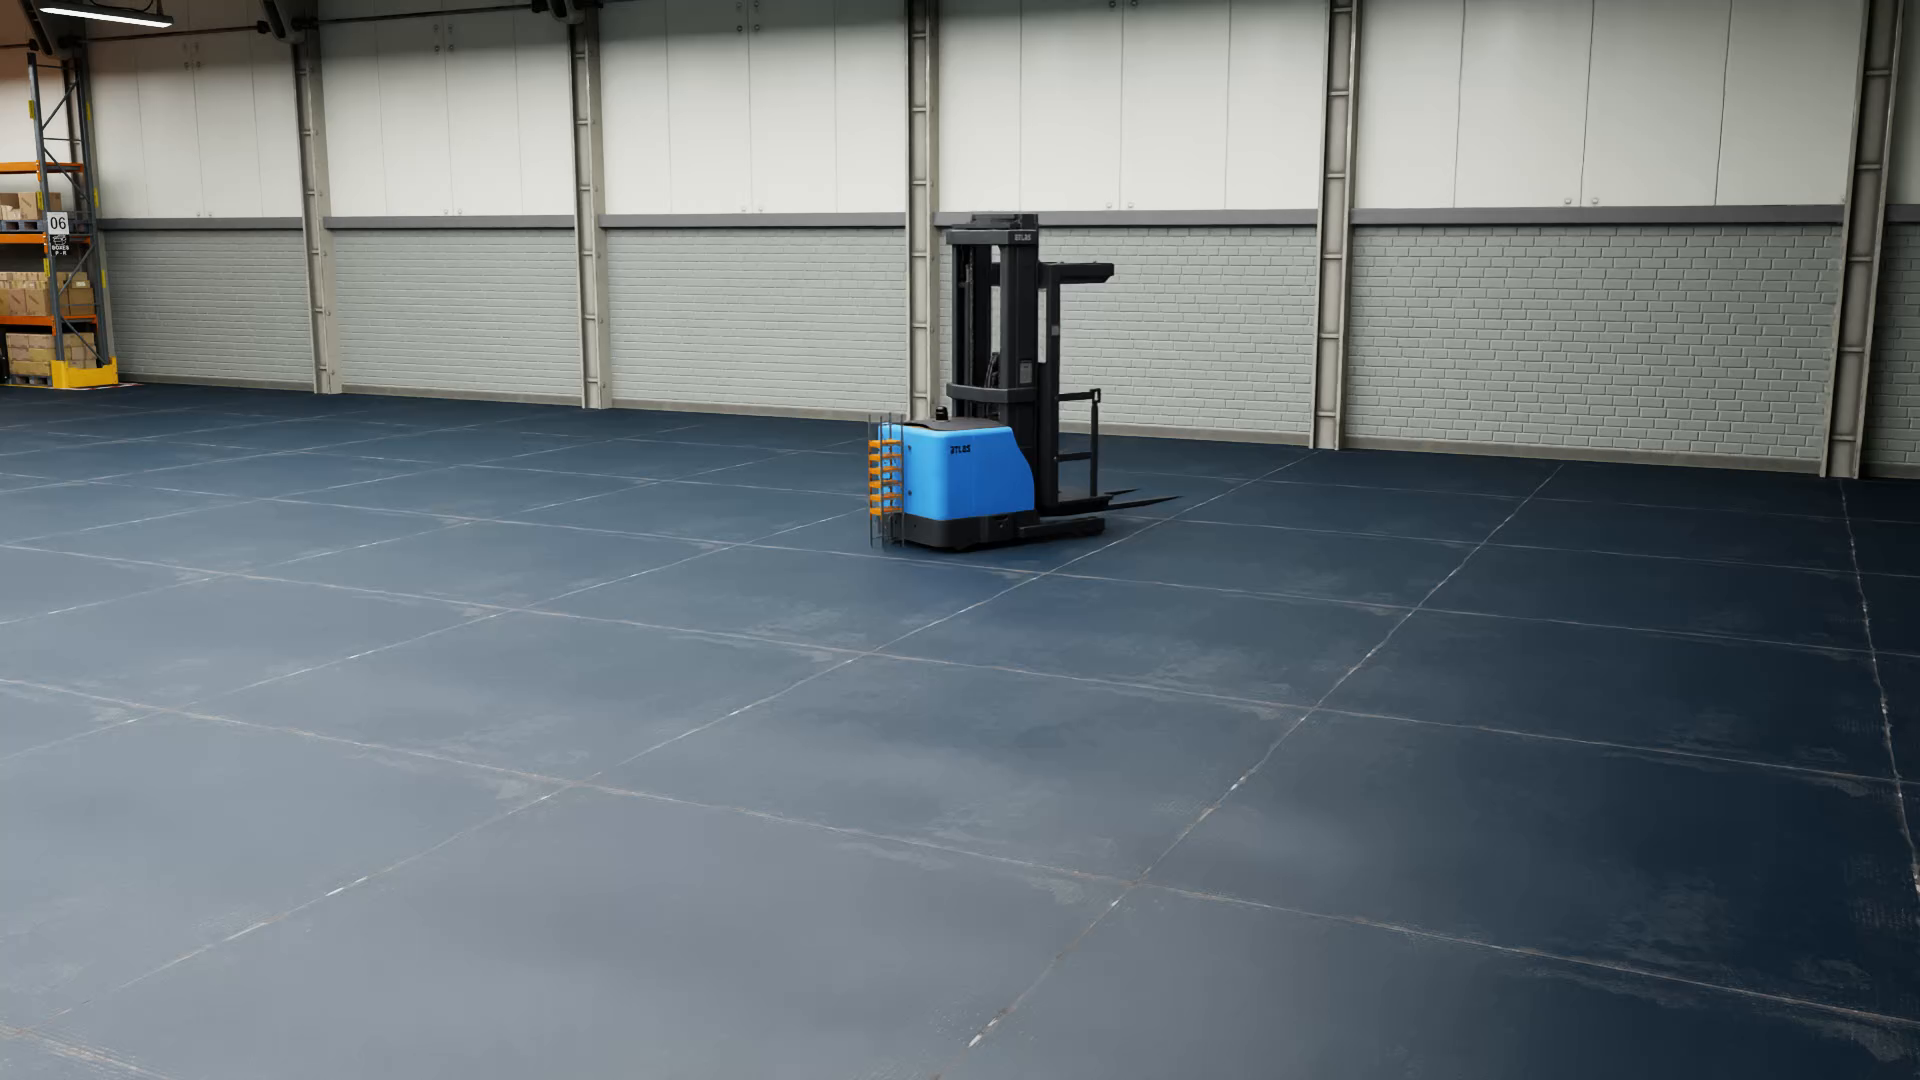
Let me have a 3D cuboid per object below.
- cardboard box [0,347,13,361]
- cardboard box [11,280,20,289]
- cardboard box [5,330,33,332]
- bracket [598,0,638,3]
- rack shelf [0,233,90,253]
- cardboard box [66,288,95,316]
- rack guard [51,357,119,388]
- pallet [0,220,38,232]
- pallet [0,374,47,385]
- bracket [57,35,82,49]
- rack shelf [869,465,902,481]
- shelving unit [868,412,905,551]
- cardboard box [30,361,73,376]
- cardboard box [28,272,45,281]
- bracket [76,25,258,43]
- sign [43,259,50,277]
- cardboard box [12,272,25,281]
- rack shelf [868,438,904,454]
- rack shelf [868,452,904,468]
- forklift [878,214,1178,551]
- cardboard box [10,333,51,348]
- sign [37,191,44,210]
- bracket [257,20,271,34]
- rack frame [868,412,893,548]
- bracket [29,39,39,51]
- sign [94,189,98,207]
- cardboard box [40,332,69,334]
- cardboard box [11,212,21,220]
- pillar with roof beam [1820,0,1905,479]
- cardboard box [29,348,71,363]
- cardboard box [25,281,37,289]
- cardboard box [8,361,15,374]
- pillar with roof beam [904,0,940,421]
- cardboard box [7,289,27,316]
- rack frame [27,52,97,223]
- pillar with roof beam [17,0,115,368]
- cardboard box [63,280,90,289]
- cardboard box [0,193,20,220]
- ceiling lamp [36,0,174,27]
[{"bbox_3d":[-17.951,-3.550,31.561,0.500,0.250,0.500,5,11,25],"label":"cardboard box"},{"bbox_3d":[-17.559,-4.801,31.235,0.250,0.149,0.380,5,11,25],"label":"cardboard box"},{"bbox_3d":[-18.156,-3.919,32.193,0.500,0.250,0.500,5,11,25],"label":"cardboard box"},{"bbox_3d":[-3.382,-8.066,24.424,4.783,0.066,0.076,5,11,26],"label":"bracket"},{"bbox_3d":[-18.252,-5.663,31.696,4.000,0.370,1.077,5,11,26],"label":"rack shelf"},{"bbox_3d":[-16.780,-4.516,31.480,0.500,0.500,0.500,5,12,28],"label":"cardboard box"},{"bbox_3d":[-16.437,-3.152,31.240,0.348,0.500,1.175,5,11,26],"label":"rack guard"},{"bbox_3d":[-18.179,-5.972,31.629,1.213,0.211,1.003,5,11,26],"label":"pallet"},{"bbox_3d":[-18.253,-3.161,32.105,1.213,0.211,1.003,5,11,26],"label":"pallet"},{"bbox_3d":[-16.469,-9.216,30.778,0.430,0.232,0.235,5,11,26],"label":"bracket"},{"bbox_3d":[-0.650,-0.592,14.704,0.258,0.103,0.180,-8,13,-36],"label":"rack shelf"},{"bbox_3d":[-0.650,-0.518,14.717,0.258,1.200,0.189,-8,13,-36],"label":"shelving unit"},{"bbox_3d":[-17.020,-3.224,31.161,0.500,0.250,0.500,5,11,26],"label":"cardboard box"},{"bbox_3d":[-17.108,-4.907,30.985,0.250,0.149,0.380,5,11,26],"label":"cardboard box"},{"bbox_3d":[-14.143,-9.012,29.648,4.783,0.066,0.076,5,11,26],"label":"bracket"},{"bbox_3d":[-16.711,-4.984,30.431,0.005,0.325,0.100,5,11,26],"label":"sign"},{"bbox_3d":[-17.545,-4.955,31.249,0.250,0.149,0.380,5,11,26],"label":"cardboard box"},{"bbox_3d":[-0.651,-0.828,14.660,0.258,0.103,0.180,-8,13,-36],"label":"rack shelf"},{"bbox_3d":[-0.651,-0.710,14.682,0.258,0.103,0.180,-8,13,-36],"label":"rack shelf"},{"bbox_3d":[0.734,-1.534,15.478,3.031,2.935,1.130,-8,13,-36],"label":"forklift"},{"bbox_3d":[-17.470,-3.755,31.289,0.500,0.250,0.500,5,12,27],"label":"cardboard box"},{"bbox_3d":[-16.711,-6.171,30.216,0.005,0.325,0.100,5,11,26],"label":"sign"},{"bbox_3d":[-11.833,-8.809,28.527,0.430,0.232,0.235,5,11,26],"label":"bracket"},{"bbox_3d":[-0.704,-0.531,14.790,0.240,1.200,0.006,-8,13,-36],"label":"rack frame"},{"bbox_3d":[-17.214,-9.282,31.139,0.430,0.232,0.235,5,11,26],"label":"bracket"},{"bbox_3d":[-16.208,-6.417,31.163,0.005,0.325,0.100,5,11,26],"label":"sign"},{"bbox_3d":[-17.256,-3.836,31.737,0.500,0.250,0.500,5,11,26],"label":"cardboard box"},{"bbox_3d":[-17.336,-6.009,30.830,0.250,0.149,0.380,5,11,24],"label":"cardboard box"},{"bbox_3d":[8.314,-4.483,14.731,0.400,9.000,9.100,5,11,26],"label":"pillar with roof beam"},{"bbox_3d":[-17.034,-3.472,31.127,0.500,0.250,0.500,5,11,25],"label":"cardboard box"},{"bbox_3d":[-17.136,-4.750,30.950,0.250,0.149,0.380,5,12,27],"label":"cardboard box"},{"bbox_3d":[-17.906,-3.305,31.612,0.500,0.250,0.500,5,11,26],"label":"cardboard box"},{"bbox_3d":[-2.447,-5.428,19.956,0.548,9.000,9.100,5,11,26],"label":"pillar with roof beam"},{"bbox_3d":[-17.477,-4.472,31.236,0.500,0.500,0.500,5,12,28],"label":"cardboard box"},{"bbox_3d":[-16.459,-7.336,30.494,0.127,3.000,1.000,5,11,26],"label":"rack frame"},{"bbox_3d":[-18.589,-6.847,27.793,0.548,9.000,9.100,5,11,26],"label":"pillar with roof beam"},{"bbox_3d":[-16.648,-4.820,31.338,0.250,0.149,0.380,5,11,24],"label":"cardboard box"},{"bbox_3d":[-17.838,-6.257,31.217,0.500,0.500,0.700,5,11,26],"label":"cardboard box"},{"bbox_3d":[-12.082,-9.059,23.626,0.800,3.185,2.000,5,11,26],"label":"ceiling lamp"}]
